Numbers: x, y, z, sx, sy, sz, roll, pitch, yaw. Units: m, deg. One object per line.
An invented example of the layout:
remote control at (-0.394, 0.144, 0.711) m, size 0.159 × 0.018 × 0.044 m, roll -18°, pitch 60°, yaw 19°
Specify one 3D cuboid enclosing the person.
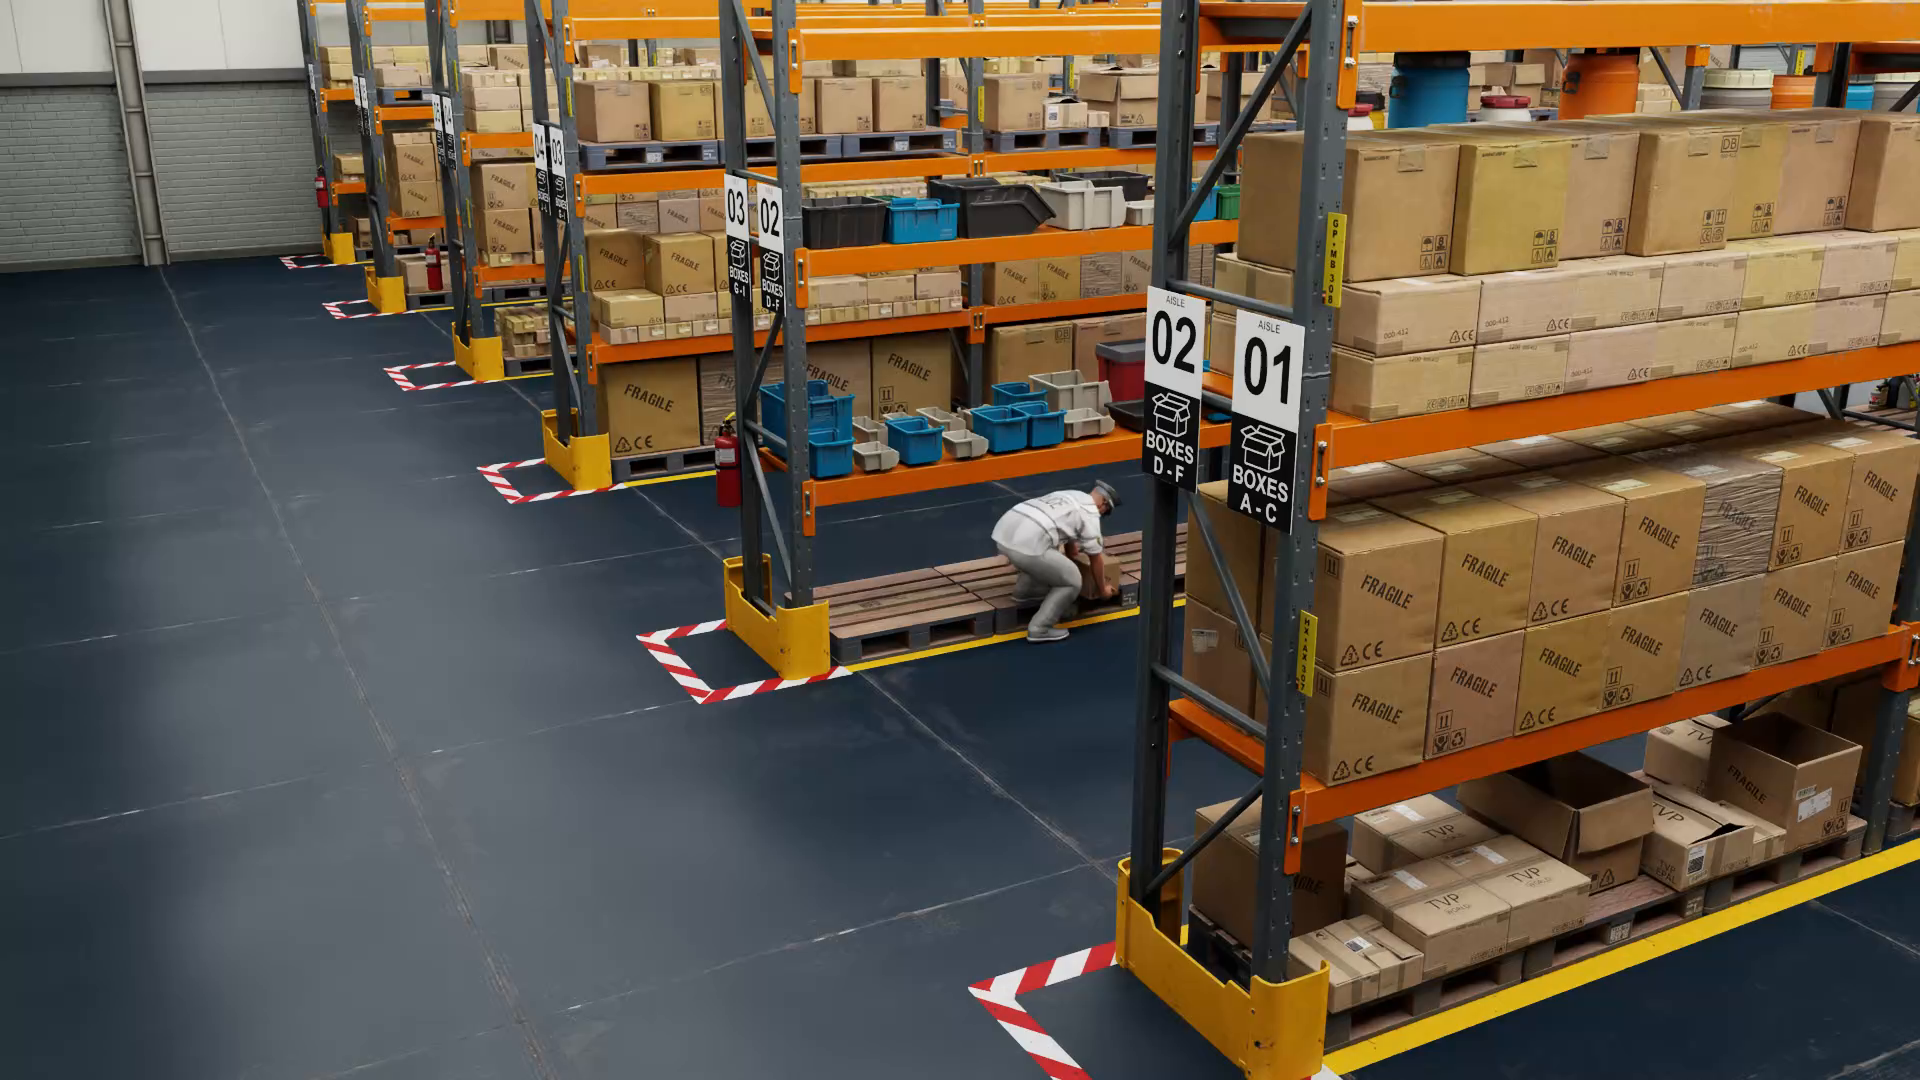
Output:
person at (0.707, 0.138, 11.763) m, size 1.026 × 1.043 × 0.553 m, roll -11°, pitch 21°, yaw -29°
